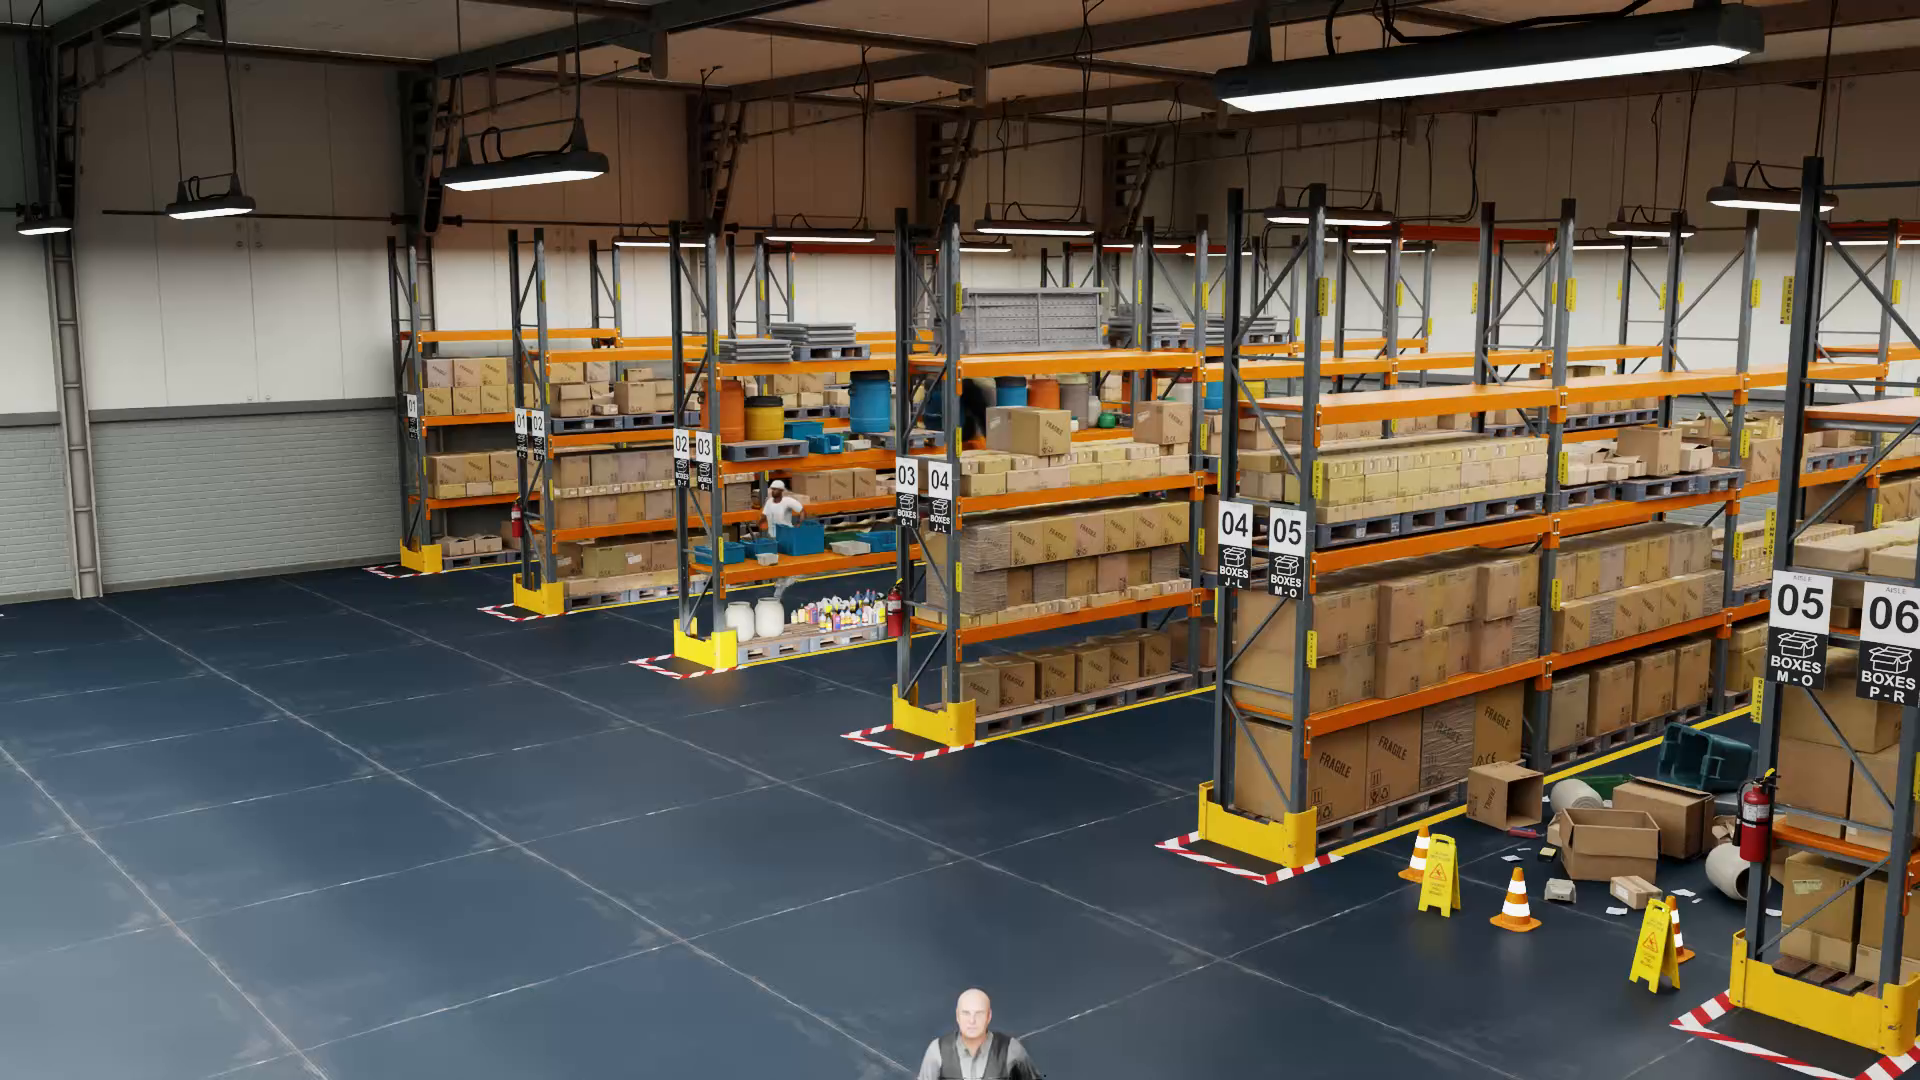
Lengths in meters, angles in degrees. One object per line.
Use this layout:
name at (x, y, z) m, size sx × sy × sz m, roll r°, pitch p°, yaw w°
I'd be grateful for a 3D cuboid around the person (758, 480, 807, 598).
person at (-2.851, -0.015, 26.352) m, size 0.724 × 1.888 × 0.736 m, roll 7°, pitch 11°, yaw 39°

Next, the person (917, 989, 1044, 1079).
person at (0.060, 3.117, 8.337) m, size 0.617 × 1.608 × 0.571 m, roll 1°, pitch 9°, yaw 7°
